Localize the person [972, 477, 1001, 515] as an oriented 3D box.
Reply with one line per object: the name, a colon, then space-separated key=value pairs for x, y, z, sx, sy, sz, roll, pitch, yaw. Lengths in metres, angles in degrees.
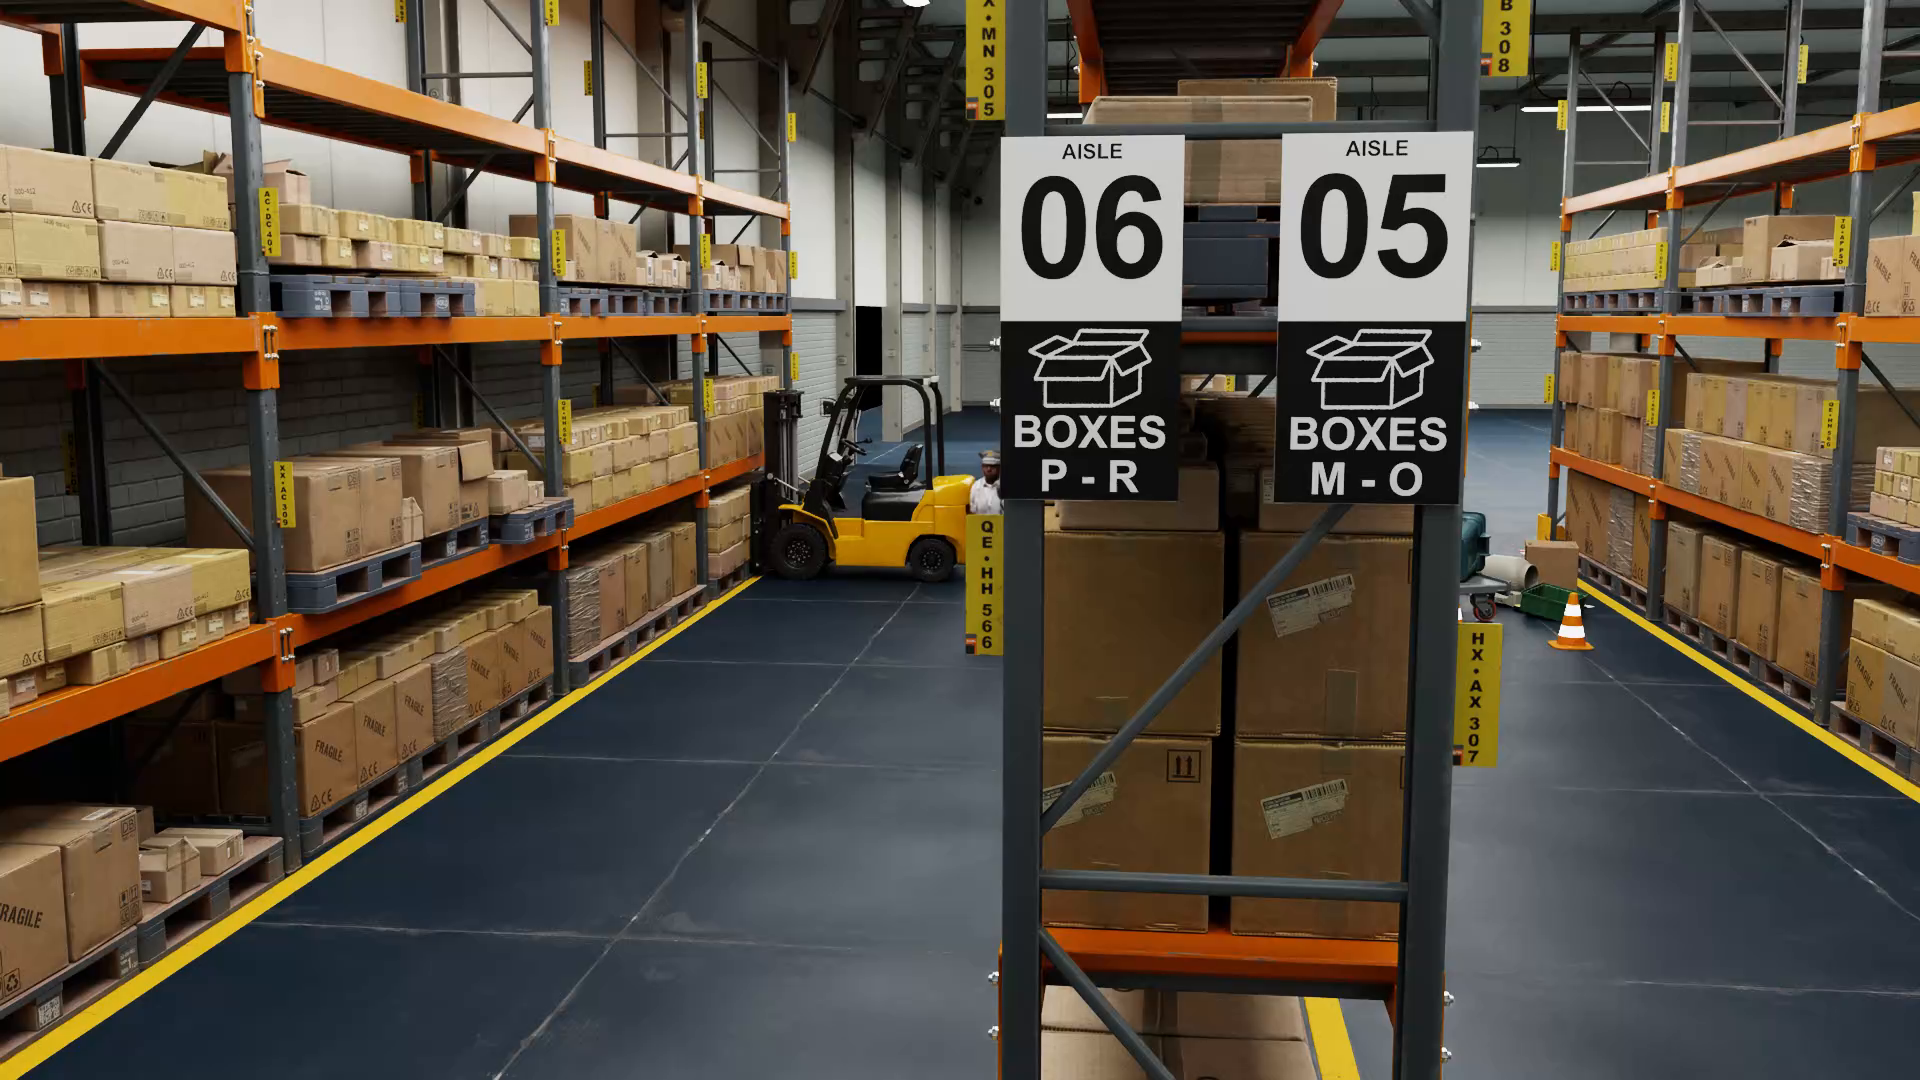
person: x=0.287 y=0.103 z=14.703 sx=0.386 sy=1.328 sz=0.793 roll=1 pitch=8 yaw=6
